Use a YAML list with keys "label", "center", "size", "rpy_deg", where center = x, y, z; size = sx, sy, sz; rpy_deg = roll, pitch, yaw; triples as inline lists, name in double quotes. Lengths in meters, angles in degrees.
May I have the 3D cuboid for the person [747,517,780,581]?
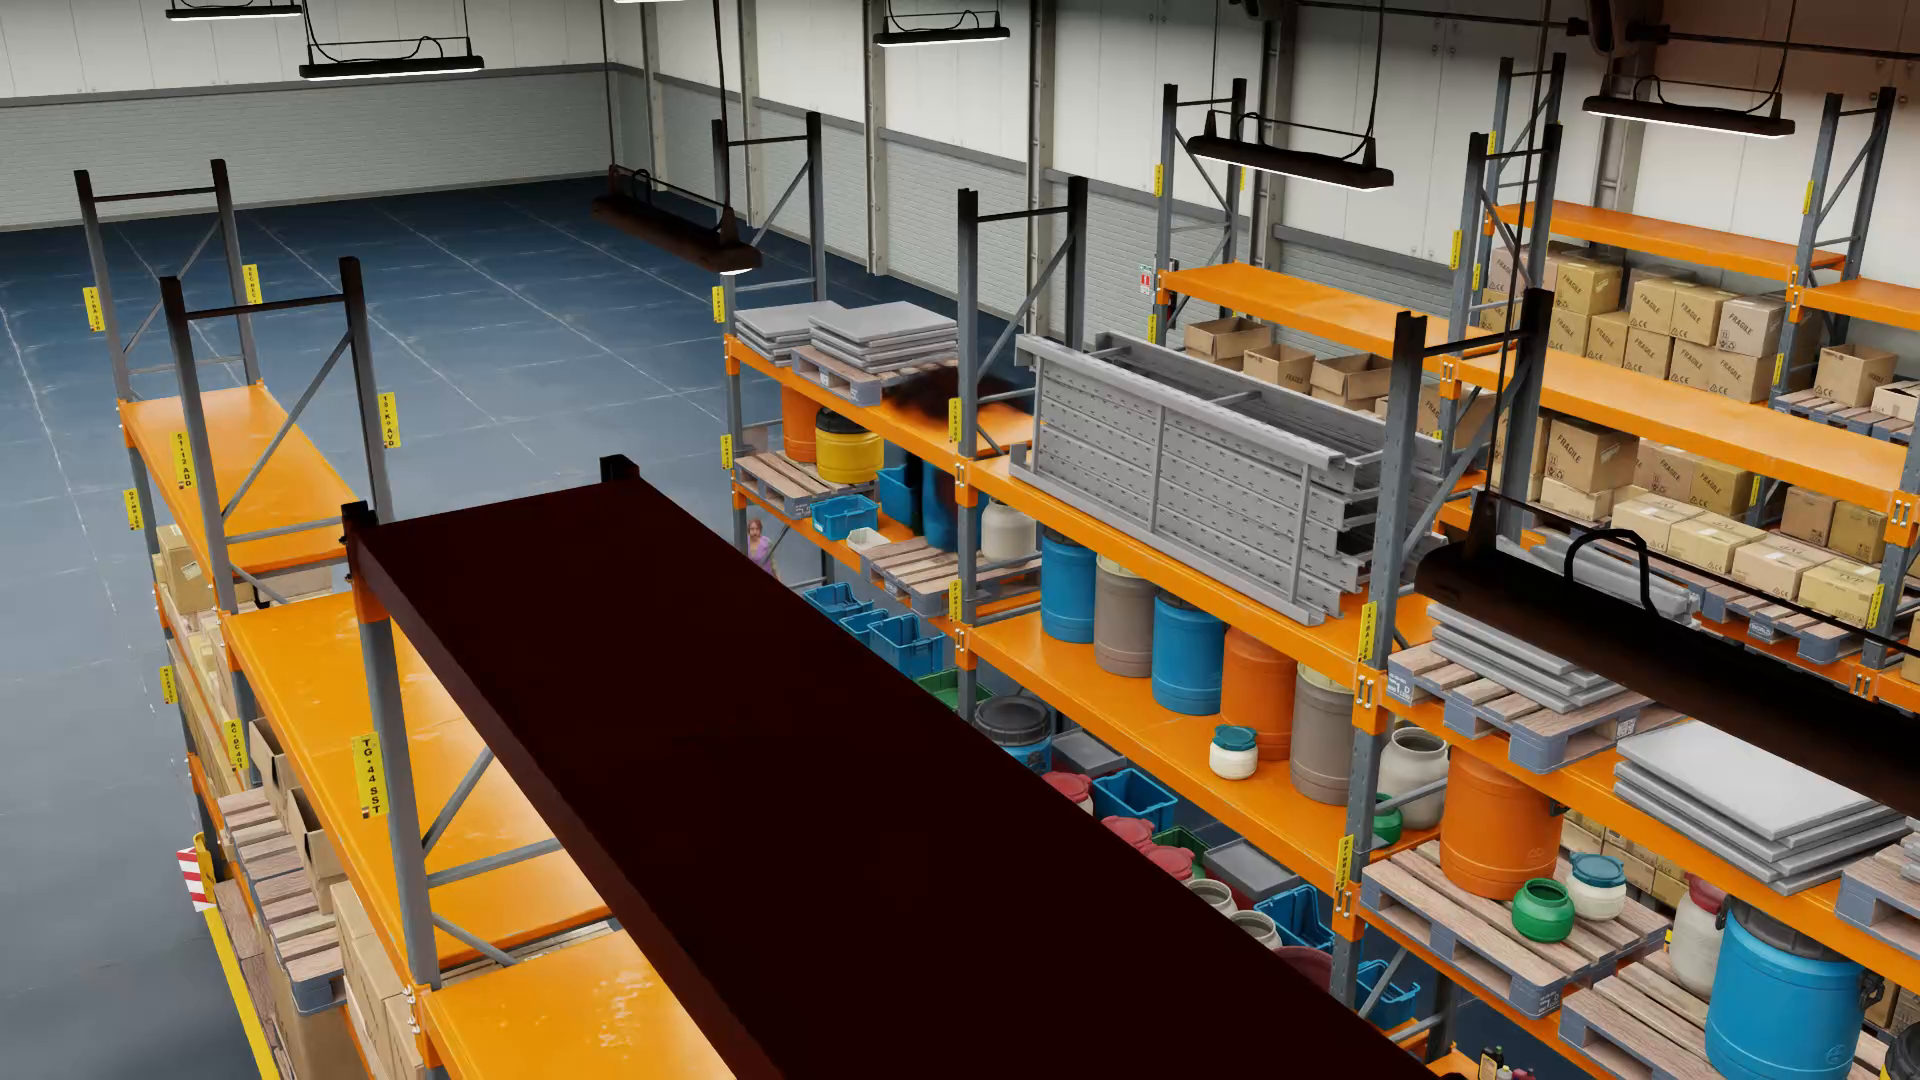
- label: "person"
  center: [-2.195, 0.519, 17.983]
  size: [0.466, 1.591, 0.524]
  rpy_deg: [10, 24, 23]
